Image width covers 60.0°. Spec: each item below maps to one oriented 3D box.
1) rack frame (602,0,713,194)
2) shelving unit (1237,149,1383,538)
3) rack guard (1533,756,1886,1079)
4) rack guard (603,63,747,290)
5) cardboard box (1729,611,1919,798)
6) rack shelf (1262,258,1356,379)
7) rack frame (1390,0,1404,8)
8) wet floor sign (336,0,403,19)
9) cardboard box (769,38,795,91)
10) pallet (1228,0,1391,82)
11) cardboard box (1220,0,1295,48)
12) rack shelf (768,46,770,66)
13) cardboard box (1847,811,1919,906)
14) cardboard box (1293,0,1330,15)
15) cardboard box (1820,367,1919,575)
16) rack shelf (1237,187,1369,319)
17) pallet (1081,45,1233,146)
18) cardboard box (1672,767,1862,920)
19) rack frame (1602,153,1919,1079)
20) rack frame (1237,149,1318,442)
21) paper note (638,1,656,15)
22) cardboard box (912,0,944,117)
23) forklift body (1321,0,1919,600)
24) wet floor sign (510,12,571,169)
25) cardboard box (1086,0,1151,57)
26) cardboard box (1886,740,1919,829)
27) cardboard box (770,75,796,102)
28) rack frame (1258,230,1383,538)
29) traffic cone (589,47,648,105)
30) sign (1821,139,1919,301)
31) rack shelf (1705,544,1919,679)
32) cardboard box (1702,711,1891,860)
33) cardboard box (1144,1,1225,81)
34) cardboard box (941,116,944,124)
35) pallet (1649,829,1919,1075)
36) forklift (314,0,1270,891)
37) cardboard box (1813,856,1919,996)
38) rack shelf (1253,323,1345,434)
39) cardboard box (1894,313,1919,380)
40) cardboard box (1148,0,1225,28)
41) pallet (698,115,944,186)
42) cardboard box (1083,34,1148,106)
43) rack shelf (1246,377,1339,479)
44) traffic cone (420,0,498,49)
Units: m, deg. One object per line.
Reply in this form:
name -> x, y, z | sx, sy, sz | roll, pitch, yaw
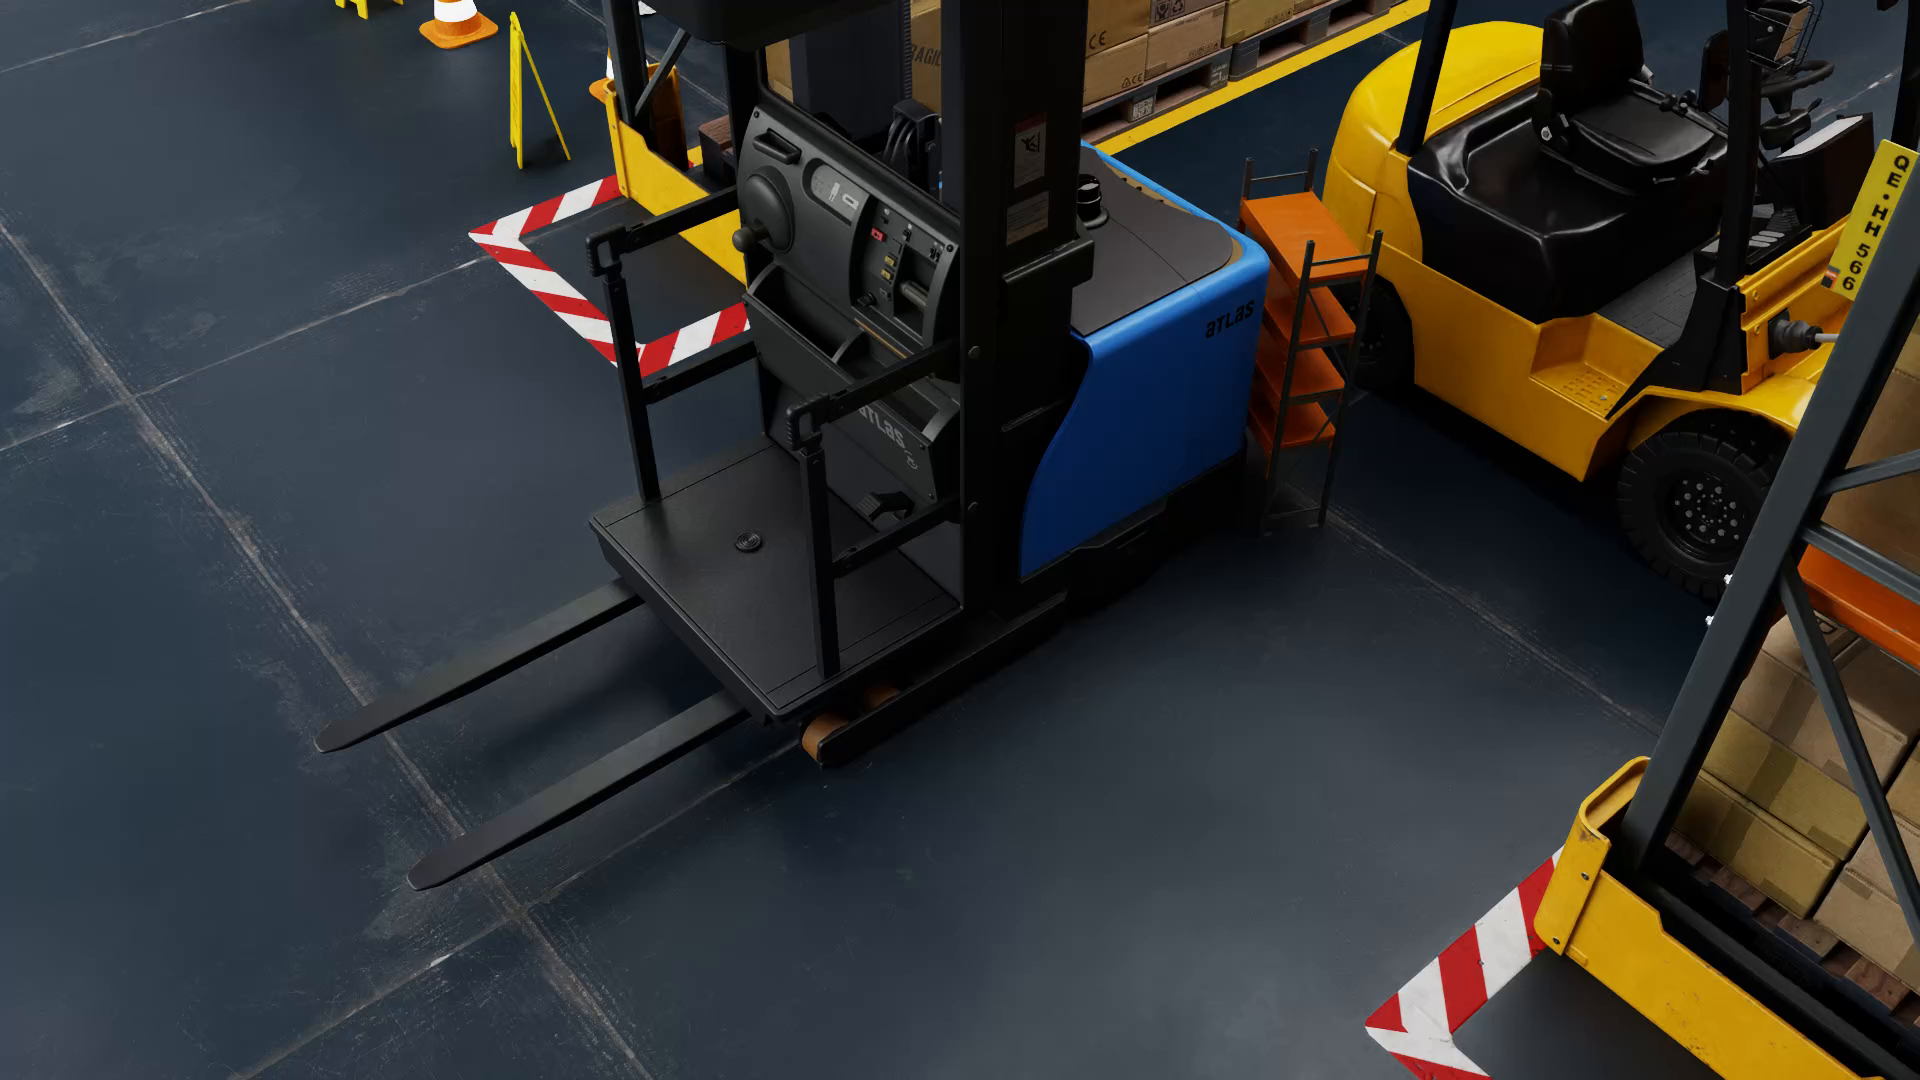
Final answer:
rack frame -> -1.099, -2.408, 6.123 | 0.127, 3.000, 1.000 | -30, 51, -28
shelving unit -> 1.089, -0.631, 5.545 | 0.258, 1.200, 0.503 | -10, 44, -11
rack guard -> 2.070, 1.119, 4.194 | 0.348, 0.500, 1.175 | -30, 51, -28
rack guard -> -1.041, -1.530, 7.014 | 0.348, 0.500, 1.175 | -30, 51, -28
cardboard box -> 2.241, 0.316, 4.194 | 0.500, 0.250, 0.500 | -28, 50, -27
rack shelf -> 1.089, -0.745, 5.438 | 0.258, 0.148, 0.480 | -10, 44, -11
rack frame -> 1.969, -4.165, 7.993 | 0.127, 3.000, 1.000 | -30, 51, -28
wet floor sign -> -3.104, -3.052, 8.528 | 0.267, 0.644, 0.232 | 30, 51, 28
cardboard box -> -0.652, -2.321, 7.184 | 0.500, 0.500, 0.500 | -29, 51, -28
pallet -> 1.477, -2.835, 8.614 | 1.213, 0.211, 1.003 | -30, 51, -28
cardboard box -> 1.286, -2.676, 8.109 | 0.500, 0.250, 0.500 | -31, 51, -29
rack shelf -> 0.435, -3.024, 7.304 | 4.000, 0.370, 1.077 | -30, 51, -28
cardboard box -> 2.582, 0.767, 4.079 | 0.500, 0.250, 0.500 | -29, 50, -27
cardboard box -> 1.688, -2.915, 8.364 | 0.500, 0.250, 0.500 | -28, 50, -26
cardboard box -> 2.297, -0.193, 3.692 | 0.500, 0.500, 0.500 | -31, 51, -29
rack shelf -> 1.089, -0.917, 5.276 | 0.258, 0.148, 0.480 | -10, 44, -11
pallet -> 0.540, -2.296, 8.041 | 1.213, 0.211, 1.003 | -30, 51, -28
cardboard box -> 2.246, 0.674, 4.543 | 0.500, 0.250, 0.500 | -29, 51, -28
rack frame -> 2.088, 0.197, 3.349 | 0.127, 3.000, 1.000 | -30, 51, -28
rack frame -> 1.028, -0.793, 5.717 | 0.240, 1.200, 0.015 | -10, 44, -11
paper note -> -1.651, -2.786, 8.694 | 0.148, 0.019, 0.142 | 22, 47, 21
cardboard box -> -0.285, -2.052, 6.898 | 0.500, 0.500, 0.500 | -32, 52, -29
forklift body -> 2.372, -1.284, 5.547 | 1.214, 2.155, 2.313 | -30, 51, -28
wet floor sign -> -1.931, -2.028, 7.438 | 0.232, 0.644, 0.267 | -14, 45, -14
cardboard box -> 0.503, -2.500, 7.375 | 0.500, 0.500, 0.500 | -29, 50, -27
cardboard box -> 2.578, 0.570, 3.923 | 0.500, 0.250, 0.500 | -31, 51, -28
cardboard box -> -0.633, -2.065, 7.460 | 0.500, 0.250, 0.500 | -30, 51, -28
rack frame -> 1.150, -0.469, 5.373 | 0.240, 1.200, 0.015 | -10, 44, -11
traffic cone -> -1.597, -2.349, 7.914 | 0.334, 0.463, 0.336 | -30, 51, -28
sign -> 1.751, -0.602, 3.182 | 0.005, 0.325, 0.100 | -30, 51, -28
rack shelf -> 3.622, -0.419, 4.531 | 4.000, 0.370, 1.077 | -30, 51, -28
cardboard box -> 2.261, 0.486, 4.378 | 0.500, 0.250, 0.500 | -30, 51, -28
cardboard box -> 0.893, -2.455, 7.874 | 0.500, 0.250, 0.500 | -29, 50, -27
cardboard box -> -0.303, -1.768, 7.143 | 0.500, 0.250, 0.500 | -30, 51, -28
pallet -> 2.648, 0.856, 4.685 | 1.213, 0.211, 1.003 | -30, 51, -28
forklift -> -0.485, -0.800, 4.461 | 3.031, 2.935, 1.130 | -29, 50, -27
cardboard box -> 2.591, 0.933, 4.267 | 0.500, 0.250, 0.500 | -30, 51, -28
rack shelf -> 1.089, -0.582, 5.591 | 0.258, 0.148, 0.480 | -10, 44, -11
cardboard box -> 2.175, -0.375, 3.412 | 0.250, 0.149, 0.380 | -29, 50, -27
cardboard box -> 0.908, -2.739, 7.629 | 0.500, 0.500, 0.500 | -27, 50, -26
pallet -> -0.395, -1.763, 7.473 | 1.213, 0.211, 1.003 | -30, 51, -28
cardboard box -> 0.504, -2.234, 7.640 | 0.500, 0.250, 0.500 | -26, 49, -25
rack shelf -> 1.089, -0.437, 5.727 | 0.258, 0.148, 0.480 | -10, 44, -11
traffic cone -> -2.570, -2.783, 8.375 | 0.334, 0.463, 0.336 | -30, 51, -28
